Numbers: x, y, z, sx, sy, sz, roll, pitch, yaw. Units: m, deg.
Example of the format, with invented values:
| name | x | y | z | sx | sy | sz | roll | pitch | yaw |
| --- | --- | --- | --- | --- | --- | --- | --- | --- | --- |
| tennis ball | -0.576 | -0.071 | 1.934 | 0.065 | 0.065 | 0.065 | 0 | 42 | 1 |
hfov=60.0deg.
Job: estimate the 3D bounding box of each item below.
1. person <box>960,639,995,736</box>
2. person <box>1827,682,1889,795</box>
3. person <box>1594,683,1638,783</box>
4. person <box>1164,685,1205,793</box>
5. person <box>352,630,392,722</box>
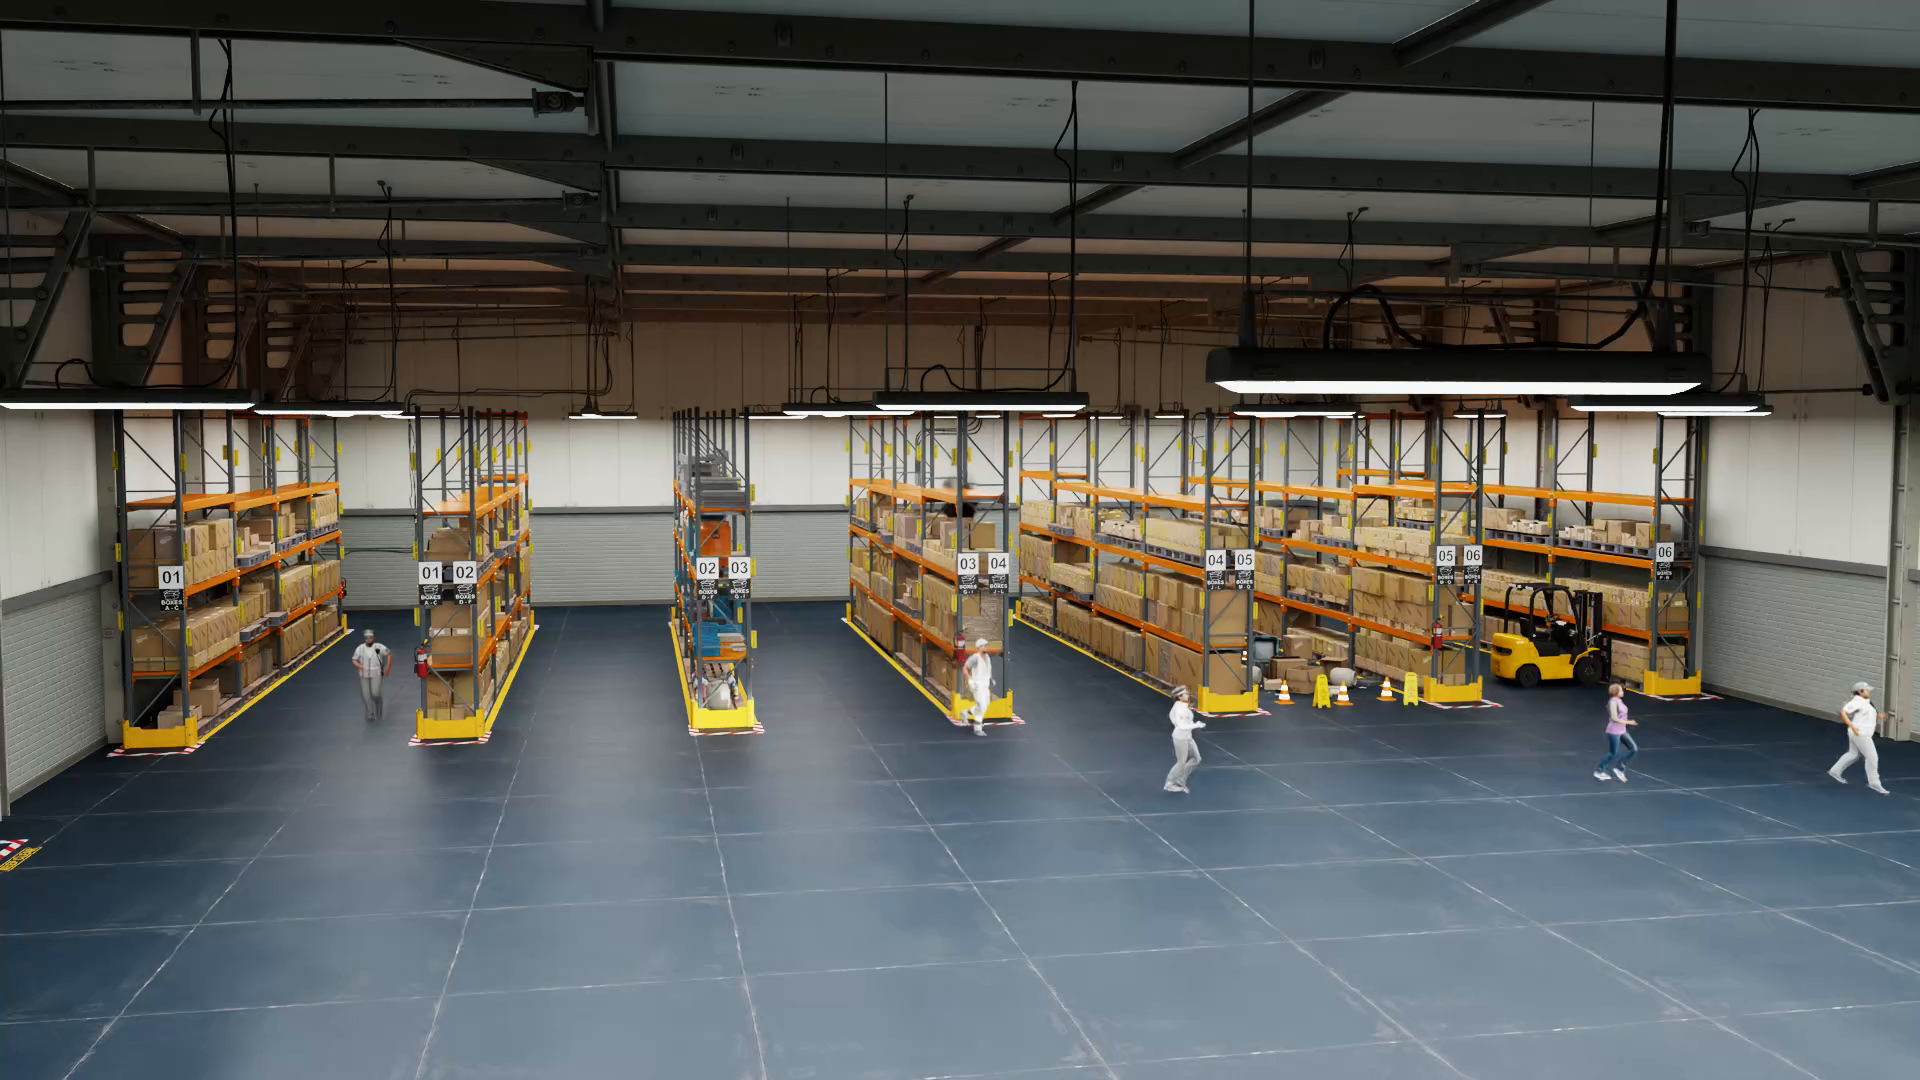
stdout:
| name | x | y | z | sx | sy | sz | roll | pitch | yaw |
| --- | --- | --- | --- | --- | --- | --- | --- | --- | --- |
| person | 0.319 | 2.699 | 30.652 | 0.705 | 1.761 | 0.709 | 3 | 5 | 40 |
| person | 13.969 | 3.043 | 25.815 | 0.878 | 1.695 | 0.591 | 3 | 5 | 35 |
| person | 10.436 | 3.062 | 26.414 | 0.661 | 1.584 | 0.548 | 3 | 5 | 36 |
| person | 3.461 | 3.067 | 25.554 | 0.630 | 1.705 | 0.595 | 1 | 4 | 15 |
| person | -11.217 | 2.605 | 31.694 | 0.693 | 1.813 | 0.702 | -1 | 4 | -11 |
